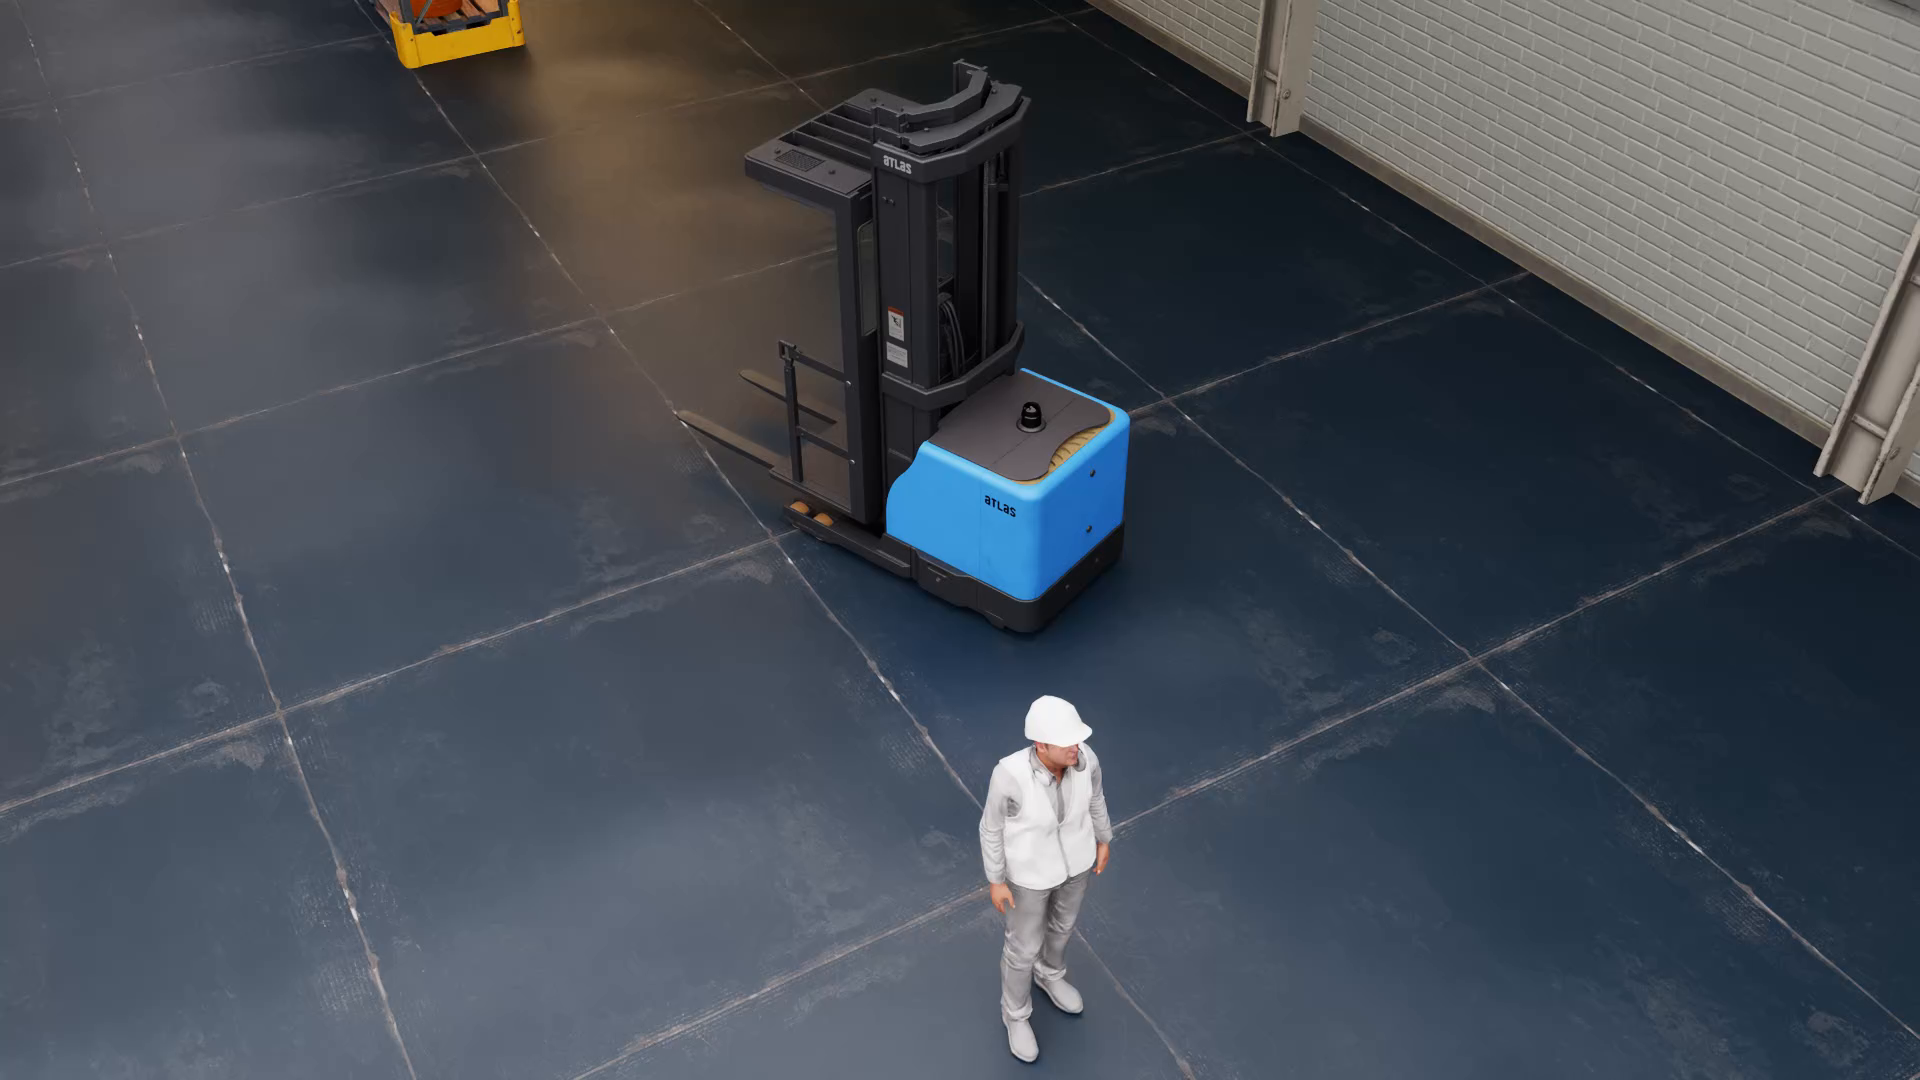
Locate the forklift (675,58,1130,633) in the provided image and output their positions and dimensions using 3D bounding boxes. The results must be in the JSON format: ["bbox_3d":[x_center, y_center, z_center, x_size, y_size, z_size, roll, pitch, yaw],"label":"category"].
[{"bbox_3d":[-0.481,-1.366,9.683,3.031,2.935,1.130,26,46,28],"label":"forklift"}]

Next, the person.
[{"bbox_3d":[0.411,1.436,7.204,0.632,1.768,0.569,-20,44,-23],"label":"person"}]
